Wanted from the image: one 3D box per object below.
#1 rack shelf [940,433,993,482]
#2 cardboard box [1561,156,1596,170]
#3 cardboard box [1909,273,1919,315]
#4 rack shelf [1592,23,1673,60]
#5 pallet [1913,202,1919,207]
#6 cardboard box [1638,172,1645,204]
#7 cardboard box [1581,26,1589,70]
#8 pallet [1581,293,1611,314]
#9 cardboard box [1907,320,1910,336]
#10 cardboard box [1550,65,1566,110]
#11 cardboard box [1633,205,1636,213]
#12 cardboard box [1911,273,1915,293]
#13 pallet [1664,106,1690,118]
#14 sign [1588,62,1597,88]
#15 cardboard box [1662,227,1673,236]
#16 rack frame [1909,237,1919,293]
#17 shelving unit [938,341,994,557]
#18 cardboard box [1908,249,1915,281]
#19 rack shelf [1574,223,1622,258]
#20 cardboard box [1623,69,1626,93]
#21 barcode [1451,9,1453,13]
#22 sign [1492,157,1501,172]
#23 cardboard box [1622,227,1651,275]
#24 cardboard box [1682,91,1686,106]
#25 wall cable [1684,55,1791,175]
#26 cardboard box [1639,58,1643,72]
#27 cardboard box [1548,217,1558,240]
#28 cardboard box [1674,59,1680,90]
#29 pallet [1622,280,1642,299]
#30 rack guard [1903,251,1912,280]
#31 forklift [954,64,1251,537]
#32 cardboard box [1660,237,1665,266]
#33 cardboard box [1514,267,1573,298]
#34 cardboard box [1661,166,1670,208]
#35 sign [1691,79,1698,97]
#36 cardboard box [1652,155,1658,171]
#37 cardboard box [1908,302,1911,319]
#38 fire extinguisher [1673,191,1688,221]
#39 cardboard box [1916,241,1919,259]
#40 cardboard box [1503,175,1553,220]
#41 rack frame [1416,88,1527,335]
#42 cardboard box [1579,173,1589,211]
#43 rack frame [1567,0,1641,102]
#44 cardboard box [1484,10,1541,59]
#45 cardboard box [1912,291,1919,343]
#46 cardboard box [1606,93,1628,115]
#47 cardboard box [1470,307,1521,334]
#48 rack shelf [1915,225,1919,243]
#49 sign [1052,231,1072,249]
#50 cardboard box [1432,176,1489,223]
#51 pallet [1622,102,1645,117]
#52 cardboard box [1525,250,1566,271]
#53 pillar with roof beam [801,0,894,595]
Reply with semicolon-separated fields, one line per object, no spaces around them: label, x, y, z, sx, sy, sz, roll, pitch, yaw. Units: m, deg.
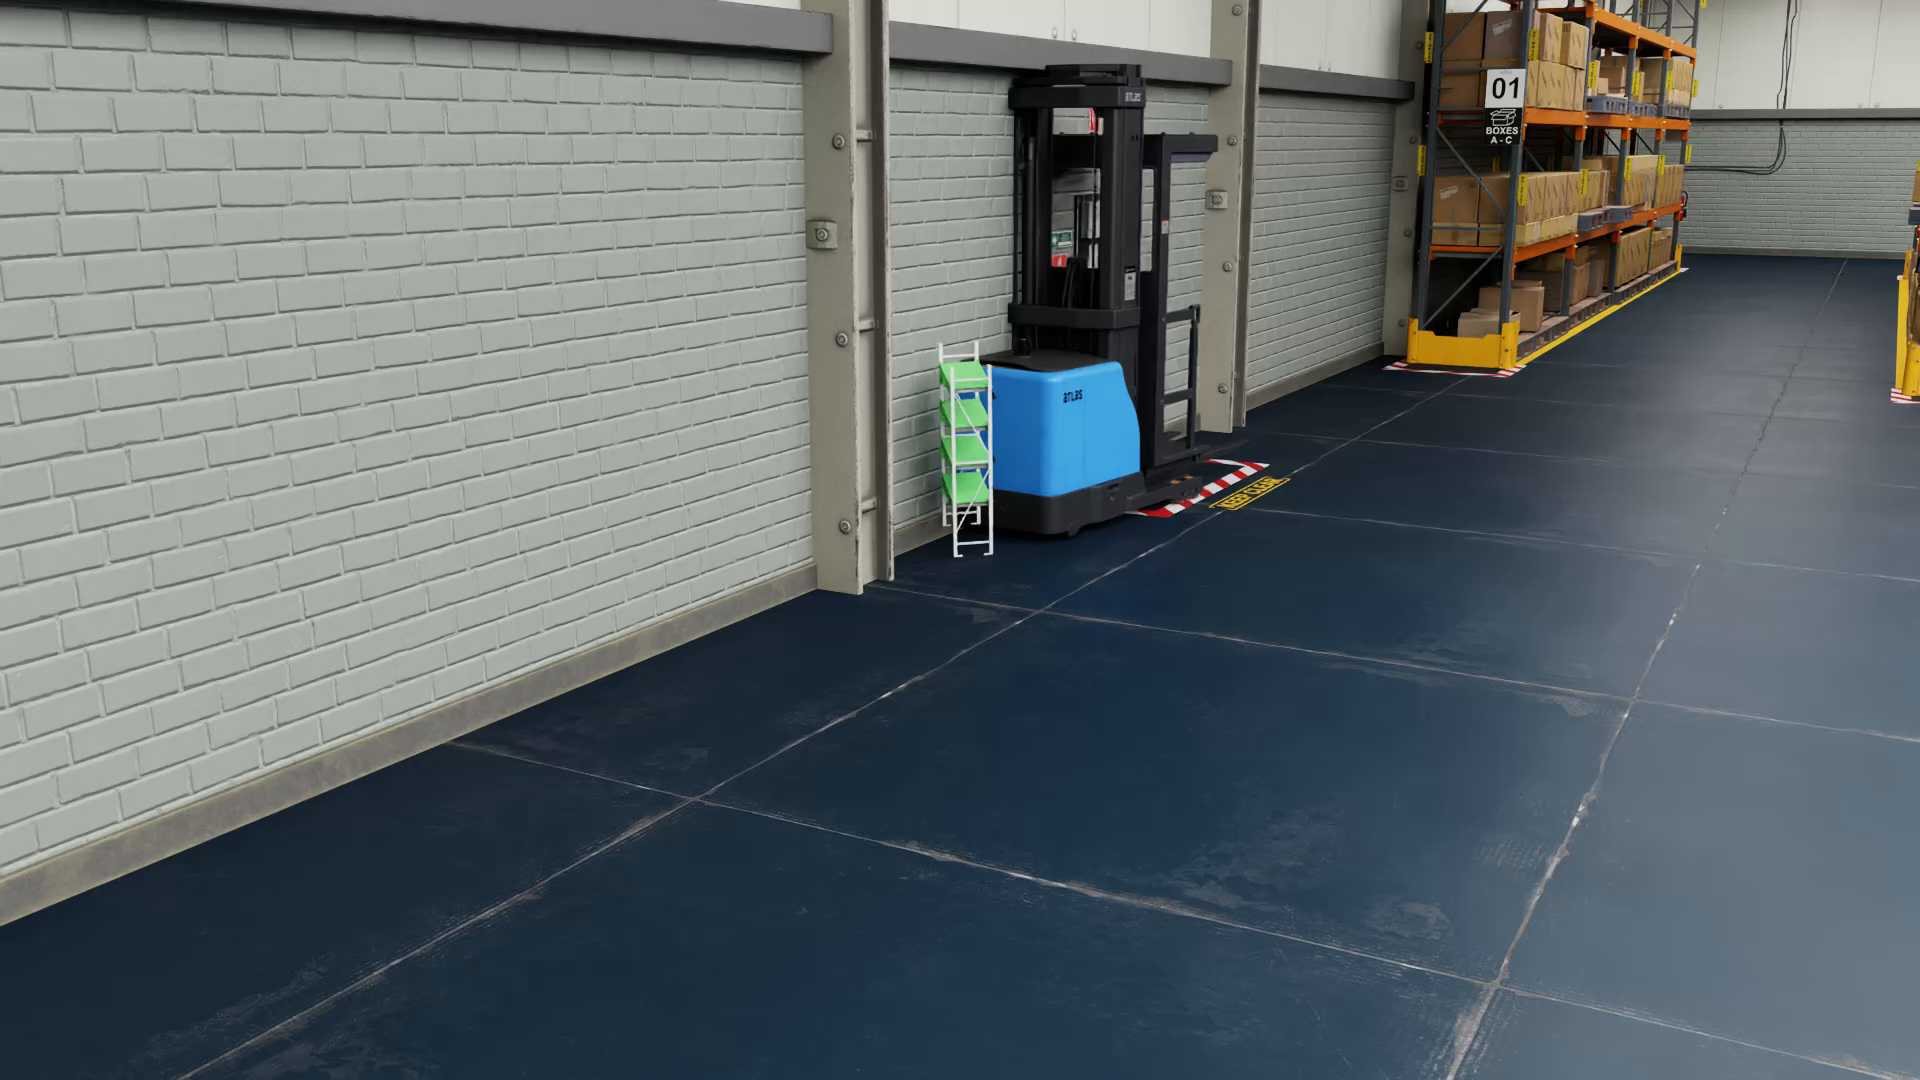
rack shelf;0.037;-0.494;10.127;0.258;0.148;0.480;-4;23;-7
cardboard box;9.473;-5.762;25.545;0.500;0.250;0.500;8;16;30
cardboard box;11.387;-2.864;19.382;0.500;0.500;0.500;7;15;28
rack shelf;10.447;-7.855;26.304;1.077;0.370;4.000;7;15;28
pallet;15.270;-5.088;25.647;1.003;0.211;1.213;7;15;28
cardboard box;10.686;-5.662;26.728;0.500;0.500;0.500;8;16;30
cardboard box;7.542;-6.121;20.733;0.500;0.500;0.500;6;15;23
pallet;9.101;-3.557;24.836;1.003;0.211;1.213;7;15;28
cardboard box;11.149;-2.396;19.043;0.500;0.250;0.500;7;15;28
cardboard box;6.772;-5.313;19.517;0.500;0.500;0.500;8;16;31
cardboard box;10.707;-5.370;26.903;0.380;0.149;0.250;8;16;30
cardboard box;12.813;-3.365;21.864;0.500;0.311;0.500;7;15;27
pallet;12.998;-7.976;31.004;1.003;0.211;1.213;7;15;28
sign;8.025;-5.901;21.109;0.100;0.325;0.005;7;15;28
cardboard box;13.194;-5.816;31.312;0.380;0.149;0.250;7;15;27
rack frame;15.752;-5.333;26.253;1.000;3.000;0.127;7;15;28
shelving unit;0.036;-0.553;10.102;0.258;1.200;0.503;-4;23;-7
cardboard box;15.779;-4.480;27.112;0.500;0.500;0.500;7;15;28
rack shelf;8.513;-4.312;23.556;1.077;0.370;4.000;7;15;28
cardboard box;9.875;-7.014;25.674;0.700;0.500;0.500;6;15;25
barcode;5.518;-5.918;18.654;0.001;0.075;0.075;7;15;28
sign;7.059;-4.877;21.892;0.100;0.325;0.005;7;15;28
cardboard box;11.214;-4.904;28.166;0.750;0.750;0.750;8;15;29
cardboard box;12.975;-8.065;30.395;0.500;0.250;0.500;7;15;26
wall cable;16.395;-9.241;36.288;3.097;2.526;0.112;7;15;28
cardboard box;11.547;-8.065;28.799;0.500;0.500;0.500;7;15;28
cardboard box;6.863;-3.748;19.955;0.500;0.250;0.500;8;15;29
cardboard box;12.247;-8.116;29.010;0.500;0.500;0.500;7;15;27
pallet;10.518;-4.119;27.170;1.003;0.211;1.213;7;15;28
rack guard;17.649;-4.923;29.885;1.175;0.500;0.348;7;15;28
forklift;1.061;-1.737;11.483;1.130;2.935;3.031;10;17;36
cardboard box;12.612;-5.342;30.729;0.700;0.500;0.500;7;15;26
cardboard box;8.094;-3.515;23.109;0.700;0.500;0.500;7;15;27
cardboard box;12.048;-6.298;29.615;0.980;0.700;0.700;7;15;27
sign;13.816;-8.500;31.269;0.100;0.325;0.005;7;15;28
cardboard box;11.412;-6.336;27.923;0.500;0.250;0.500;8;16;29
cardboard box;12.572;-2.990;21.505;0.500;0.250;0.500;8;16;29
fire extinguisher;13.825;-6.474;31.946;0.296;0.674;0.183;7;15;28
cardboard box;14.580;-4.316;24.831;0.500;0.250;0.500;7;15;27
cardboard box;6.610;-4.002;19.411;0.500;0.500;0.500;7;15;26
rack frame;5.613;-3.431;18.366;1.000;3.000;0.127;7;15;28
cardboard box;8.099;-4.729;22.596;0.700;0.500;0.500;9;16;34
rack frame;9.480;-7.989;24.471;1.000;3.000;0.127;7;15;28
cardboard box;6.012;-5.485;18.097;0.500;0.500;0.500;6;15;24
cardboard box;9.950;-2.246;16.822;0.500;0.500;0.500;7;15;28
cardboard box;9.369;-6.319;24.091;0.500;0.311;0.500;7;15;28
cardboard box;6.302;-2.587;19.661;0.500;0.311;0.500;9;16;33
rack shelf;14.785;-4.573;24.635;1.077;0.370;4.000;7;15;28
sign;0.718;-2.112;11.688;0.001;0.109;0.331;7;15;28
cardboard box;5.655;-3.853;18.794;0.500;0.500;0.500;7;15;27
pallet;9.745;-6.577;25.417;1.213;0.211;1.003;8;16;31
cardboard box;8.098;-3.859;22.934;0.500;0.250;0.500;7;15;27
pillar with roof beam;3.162;-3.640;6.429;9.100;9.000;0.400;7;15;28
